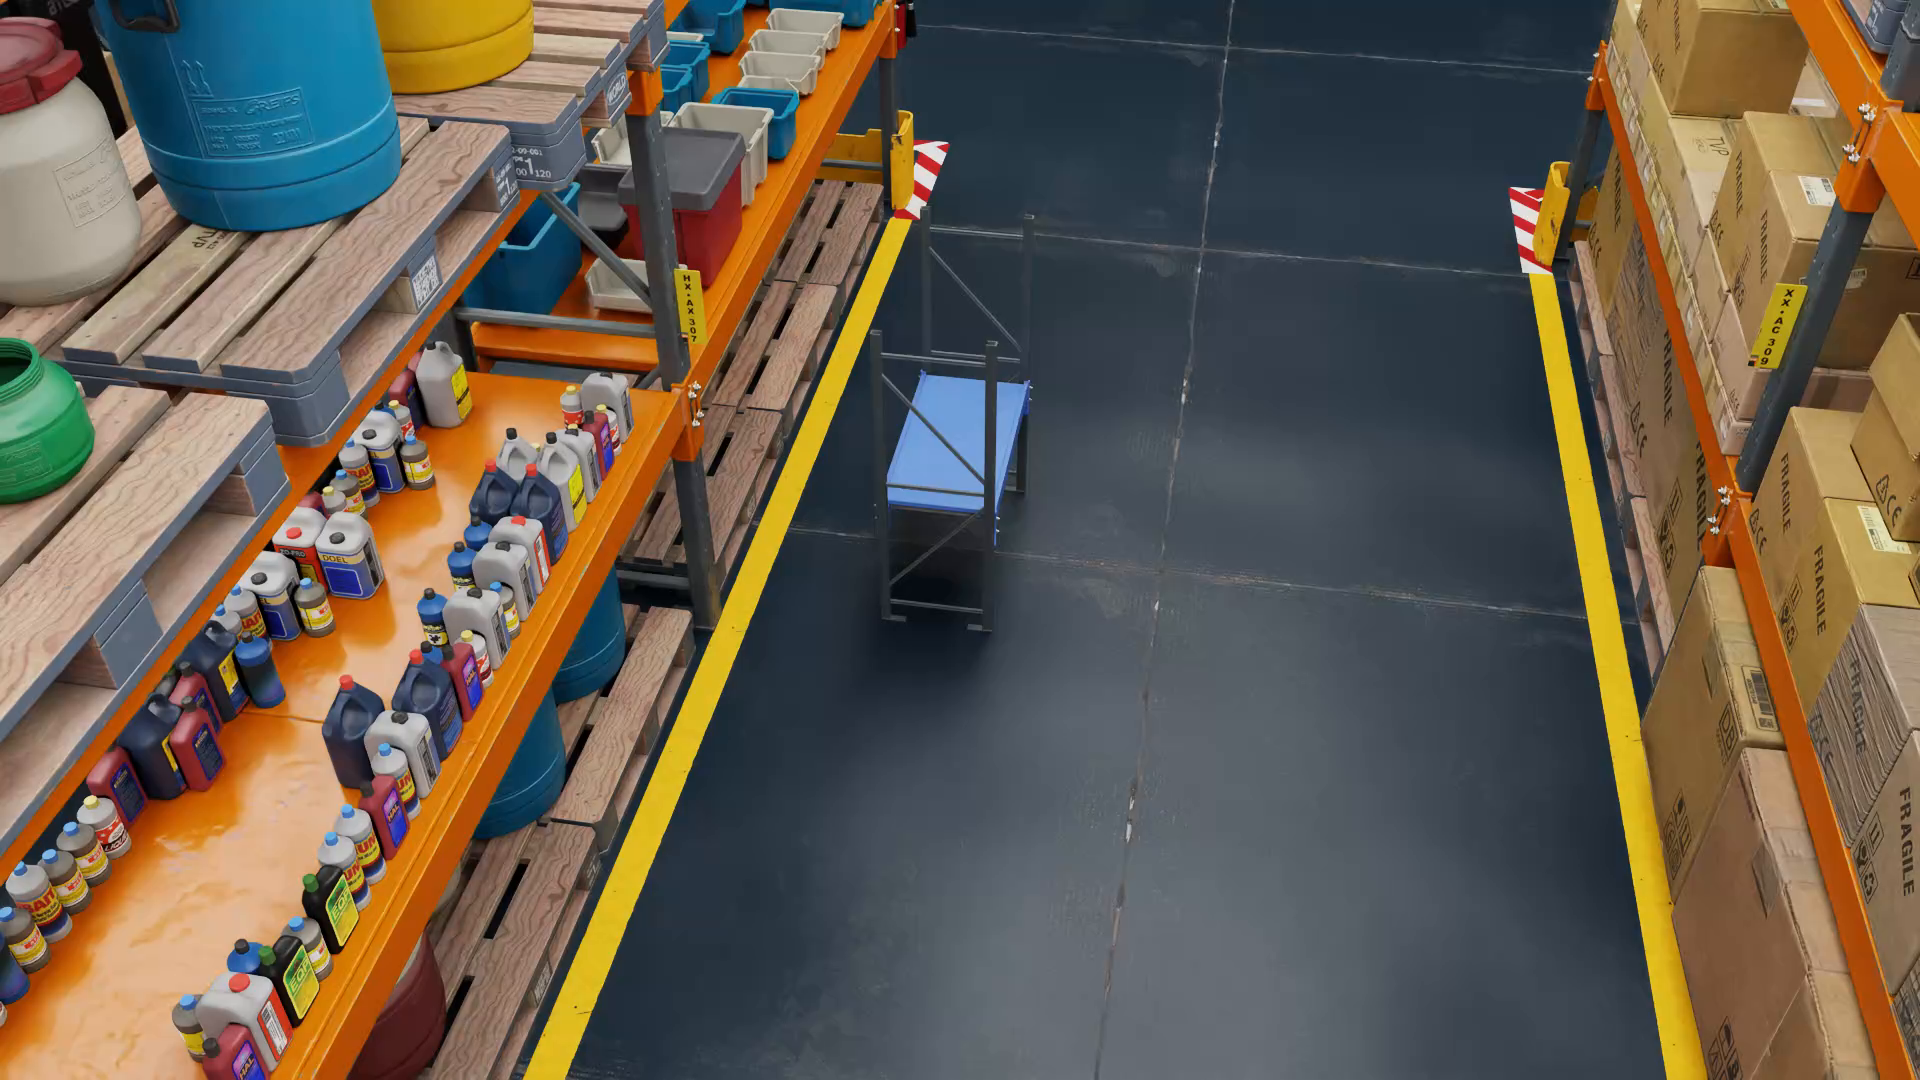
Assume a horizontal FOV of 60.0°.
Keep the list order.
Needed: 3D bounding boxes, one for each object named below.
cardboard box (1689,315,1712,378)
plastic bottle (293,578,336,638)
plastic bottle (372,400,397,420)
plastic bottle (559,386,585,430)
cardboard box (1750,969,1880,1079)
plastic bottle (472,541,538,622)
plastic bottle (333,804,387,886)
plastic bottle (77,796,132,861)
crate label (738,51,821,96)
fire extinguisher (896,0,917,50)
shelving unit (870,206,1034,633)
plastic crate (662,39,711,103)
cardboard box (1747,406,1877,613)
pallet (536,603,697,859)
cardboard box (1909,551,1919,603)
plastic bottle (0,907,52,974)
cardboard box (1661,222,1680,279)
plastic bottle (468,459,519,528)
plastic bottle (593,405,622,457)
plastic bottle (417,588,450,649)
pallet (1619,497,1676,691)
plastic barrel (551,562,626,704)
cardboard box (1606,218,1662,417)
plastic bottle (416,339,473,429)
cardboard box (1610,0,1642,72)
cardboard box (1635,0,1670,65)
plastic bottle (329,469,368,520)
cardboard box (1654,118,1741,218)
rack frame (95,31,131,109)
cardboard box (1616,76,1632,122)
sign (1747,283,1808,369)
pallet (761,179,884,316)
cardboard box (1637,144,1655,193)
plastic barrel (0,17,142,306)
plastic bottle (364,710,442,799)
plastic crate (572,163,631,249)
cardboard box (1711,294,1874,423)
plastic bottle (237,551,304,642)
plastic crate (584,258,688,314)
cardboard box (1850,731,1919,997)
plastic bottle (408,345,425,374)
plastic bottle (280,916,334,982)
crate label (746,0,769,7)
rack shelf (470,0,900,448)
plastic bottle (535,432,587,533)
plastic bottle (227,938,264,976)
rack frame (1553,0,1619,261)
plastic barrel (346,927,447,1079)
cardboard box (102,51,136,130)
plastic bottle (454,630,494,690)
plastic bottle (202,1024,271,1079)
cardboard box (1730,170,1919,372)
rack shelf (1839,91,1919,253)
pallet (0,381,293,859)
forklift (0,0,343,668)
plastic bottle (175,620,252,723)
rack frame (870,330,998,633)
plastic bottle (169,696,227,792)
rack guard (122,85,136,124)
[{"bbox_3d":[3.129,-0.750,6.598,0.380,0.149,0.250,6,40,7],"label":"cardboard box"},{"bbox_3d":[-2.098,0.211,5.394,0.097,0.201,0.097,0,40,0],"label":"plastic bottle"},{"bbox_3d":[-2.094,-0.391,6.067,0.097,0.271,0.097,0,40,0],"label":"plastic bottle"},{"bbox_3d":[-1.444,-0.486,6.236,0.097,0.201,0.097,0,40,0],"label":"plastic bottle"},{"bbox_3d":[2.919,1.881,4.556,1.225,0.875,0.875,7,40,8],"label":"cardboard box"},{"bbox_3d":[-1.492,0.118,5.448,0.152,0.276,0.135,6,40,8],"label":"plastic bottle"},{"bbox_3d":[-1.660,0.831,4.589,0.097,0.271,0.097,0,40,0],"label":"plastic bottle"},{"bbox_3d":[-2.415,0.800,4.681,0.097,0.201,0.097,0,40,0],"label":"plastic bottle"},{"bbox_3d":[-0.928,-2.385,8.538,0.396,0.136,0.243,6,40,8],"label":"crate label"},{"bbox_3d":[-0.403,-3.225,9.746,0.296,0.674,0.183,6,40,8],"label":"fire extinguisher"},{"bbox_3d":[-0.015,-0.524,7.304,0.538,1.500,1.048,6,40,8],"label":"shelving unit"},{"bbox_3d":[-1.471,-2.367,8.440,0.416,0.233,0.300,6,40,8],"label":"plastic crate"},{"bbox_3d":[2.984,-0.074,5.504,0.500,0.500,0.500,7,40,8],"label":"cardboard box"},{"bbox_3d":[-1.743,0.711,6.821,1.003,0.211,1.213,6,40,8],"label":"pallet"},{"bbox_3d":[3.077,0.109,4.495,0.797,0.503,0.637,7,40,8],"label":"cardboard box"},{"bbox_3d":[-2.482,1.044,4.386,0.097,0.201,0.097,0,40,0],"label":"plastic bottle"},{"bbox_3d":[3.262,-1.234,7.183,0.380,0.149,0.250,6,40,7],"label":"cardboard box"},{"bbox_3d":[-1.579,-0.111,5.666,0.144,0.351,0.185,6,40,8],"label":"plastic bottle"},{"bbox_3d":[-1.311,-0.408,6.142,0.097,0.201,0.097,0,40,0],"label":"plastic bottle"},{"bbox_3d":[-1.658,0.263,5.276,0.097,0.271,0.097,0,40,0],"label":"plastic bottle"},{"bbox_3d":[3.518,0.309,7.307,1.003,0.211,1.213,6,40,8],"label":"pallet"},{"bbox_3d":[-1.679,0.143,6.637,0.600,0.901,0.708,6,40,8],"label":"plastic barrel"},{"bbox_3d":[3.813,-1.169,8.244,0.875,0.875,0.875,6,40,8],"label":"cardboard box"},{"bbox_3d":[-1.956,-0.614,6.274,0.144,0.351,0.185,6,40,8],"label":"plastic bottle"},{"bbox_3d":[3.653,-2.593,8.513,0.500,0.250,0.500,5,40,6],"label":"cardboard box"},{"bbox_3d":[3.567,-2.568,7.895,0.500,0.500,0.500,5,40,7],"label":"cardboard box"},{"bbox_3d":[-2.151,-0.158,5.839,0.097,0.201,0.097,0,40,0],"label":"plastic bottle"},{"bbox_3d":[3.394,-1.623,7.340,0.500,0.250,0.500,6,40,7],"label":"cardboard box"},{"bbox_3d":[-5.754,-3.902,10.212,1.000,3.000,0.127,6,40,8],"label":"rack frame"},{"bbox_3d":[3.529,-2.202,8.354,0.380,0.149,0.250,6,40,7],"label":"cardboard box"},{"bbox_3d":[2.763,-0.721,5.624,0.100,0.325,0.005,6,40,8],"label":"sign"},{"bbox_3d":[-1.057,-1.766,9.817,1.003,0.211,1.213,6,40,8],"label":"pallet"},{"bbox_3d":[3.395,-1.717,7.767,0.380,0.149,0.250,6,40,7],"label":"cardboard box"},{"bbox_3d":[-2.102,-0.832,3.709,0.433,0.535,0.433,0,40,0],"label":"plastic barrel"},{"bbox_3d":[-1.627,0.609,4.854,0.152,0.276,0.135,6,40,8],"label":"plastic bottle"},{"bbox_3d":[-1.639,-1.492,7.467,0.437,0.125,0.590,6,40,8],"label":"plastic crate"},{"bbox_3d":[3.128,-0.660,6.175,0.500,0.250,0.500,6,40,7],"label":"cardboard box"},{"bbox_3d":[-2.224,0.180,5.373,0.152,0.276,0.135,6,40,8],"label":"plastic bottle"},{"bbox_3d":[-1.347,-1.041,6.912,0.396,0.136,0.243,6,40,8],"label":"plastic crate"},{"bbox_3d":[2.727,0.880,4.350,0.500,0.500,0.500,7,40,9],"label":"cardboard box"},{"bbox_3d":[-2.052,-0.615,6.328,0.061,0.283,0.133,6,40,8],"label":"plastic bottle"},{"bbox_3d":[-1.717,1.064,4.362,0.097,0.201,0.097,0,40,0],"label":"plastic bottle"},{"bbox_3d":[-1.243,-3.193,9.440,0.416,0.233,0.303,6,40,8],"label":"crate label"},{"bbox_3d":[-1.222,-1.821,8.260,1.077,0.370,4.000,6,40,8],"label":"rack shelf"},{"bbox_3d":[-1.405,-0.211,5.787,0.144,0.351,0.185,6,40,8],"label":"plastic bottle"},{"bbox_3d":[-1.800,1.114,4.246,0.097,0.271,0.097,0,40,0],"label":"plastic bottle"},{"bbox_3d":[4.002,-2.807,8.888,1.000,3.000,0.127,6,40,8],"label":"rack frame"},{"bbox_3d":[-1.997,1.417,5.342,0.600,0.588,0.708,6,40,8],"label":"plastic barrel"},{"bbox_3d":[-5.606,-2.740,10.423,0.500,0.500,0.500,6,40,8],"label":"cardboard box"},{"bbox_3d":[-1.525,0.368,5.204,0.097,0.201,0.097,0,40,0],"label":"plastic bottle"},{"bbox_3d":[-1.766,1.275,4.042,0.061,0.283,0.133,6,40,8],"label":"plastic bottle"},{"bbox_3d":[3.126,-0.961,5.951,0.500,0.500,0.500,7,40,9],"label":"cardboard box"},{"bbox_3d":[2.964,0.079,3.607,1.077,0.370,4.000,6,40,8],"label":"rack shelf"},{"bbox_3d":[-2.032,0.115,3.148,1.003,0.211,1.213,6,40,8],"label":"pallet"},{"bbox_3d":[-3.767,-0.674,6.362,1.130,2.935,3.031,11,41,13],"label":"forklift"},{"bbox_3d":[-2.289,0.373,5.080,0.144,0.351,0.185,6,40,8],"label":"plastic bottle"},{"bbox_3d":[-0.103,-0.205,6.918,0.500,1.500,0.032,6,40,8],"label":"rack frame"},{"bbox_3d":[-2.239,0.594,4.866,0.061,0.283,0.133,6,40,8],"label":"plastic bottle"},{"bbox_3d":[-5.767,-2.891,10.951,1.175,0.500,0.348,6,40,8],"label":"rack guard"}]
